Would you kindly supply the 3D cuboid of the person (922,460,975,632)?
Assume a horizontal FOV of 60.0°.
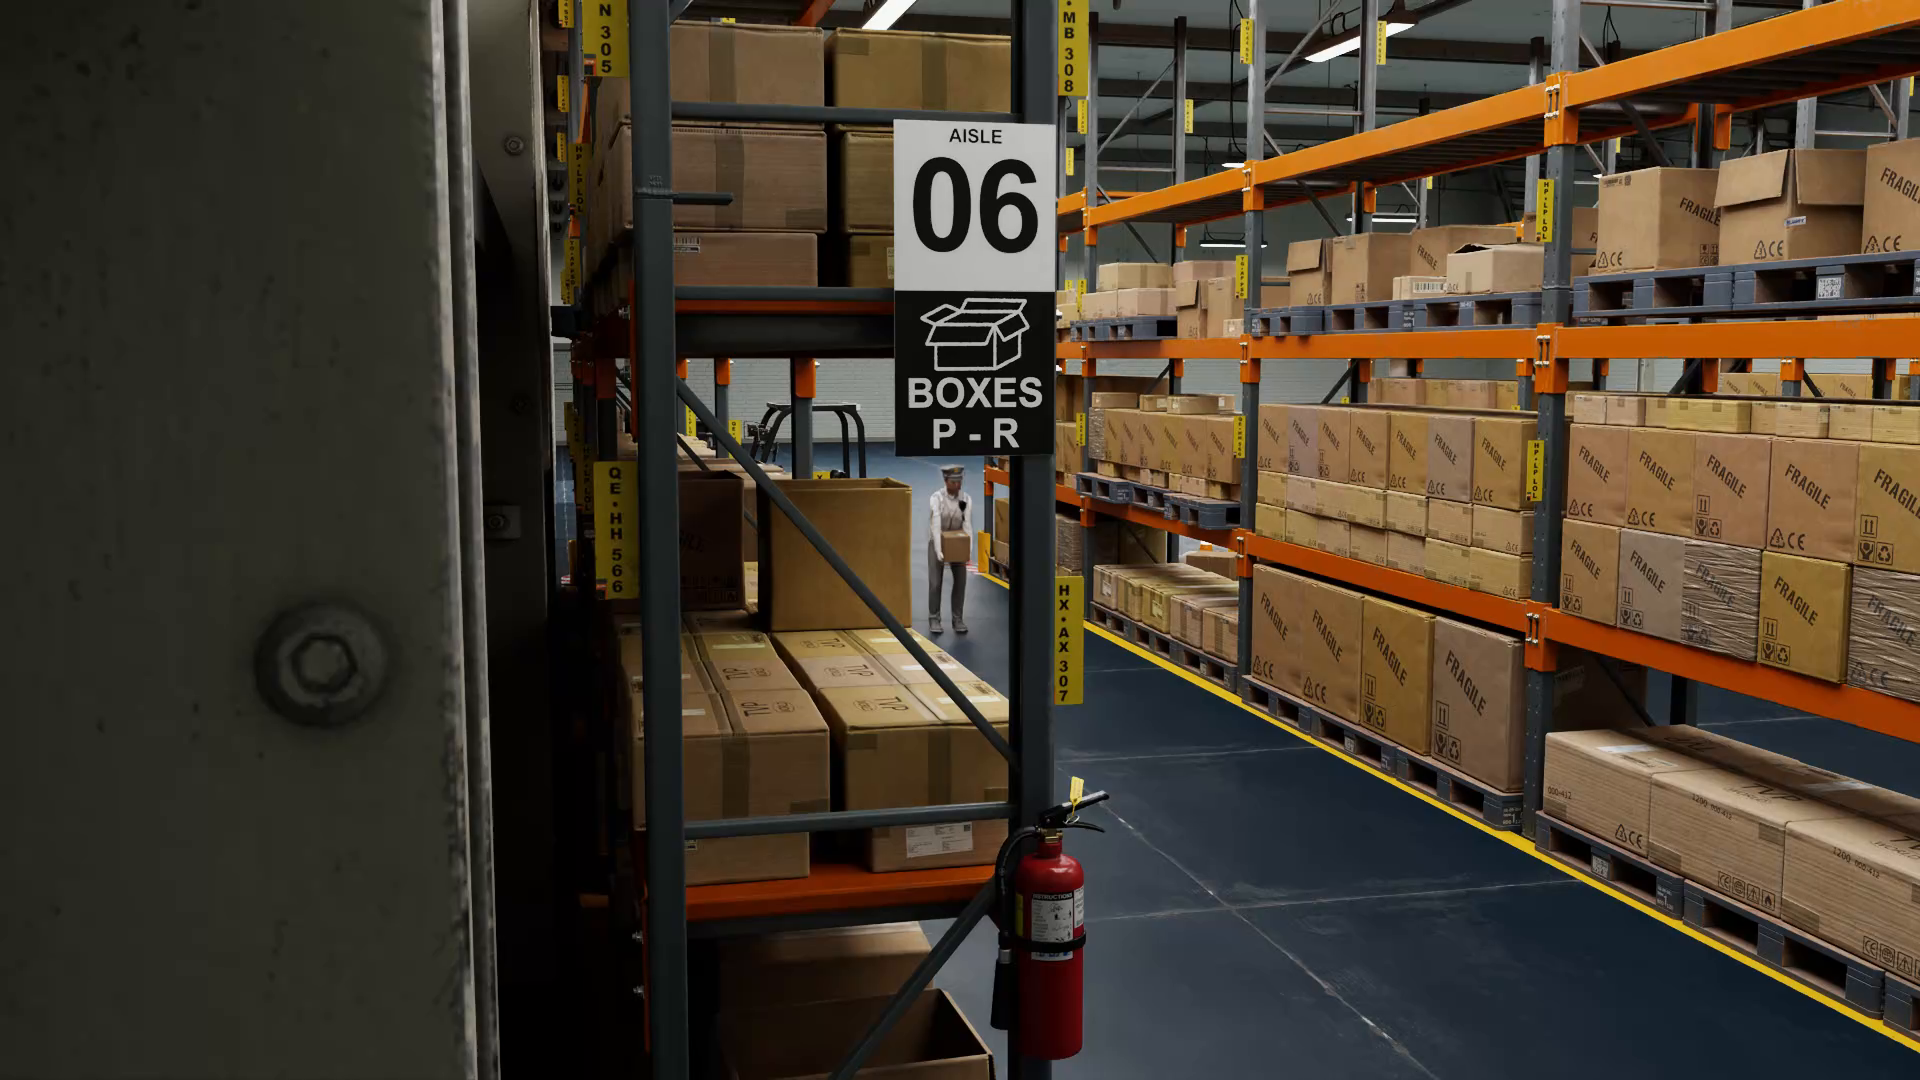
[{"bbox_3d":[-0.106,0.054,16.182,0.536,1.661,0.373,-2,7,-17],"label":"person"}]
